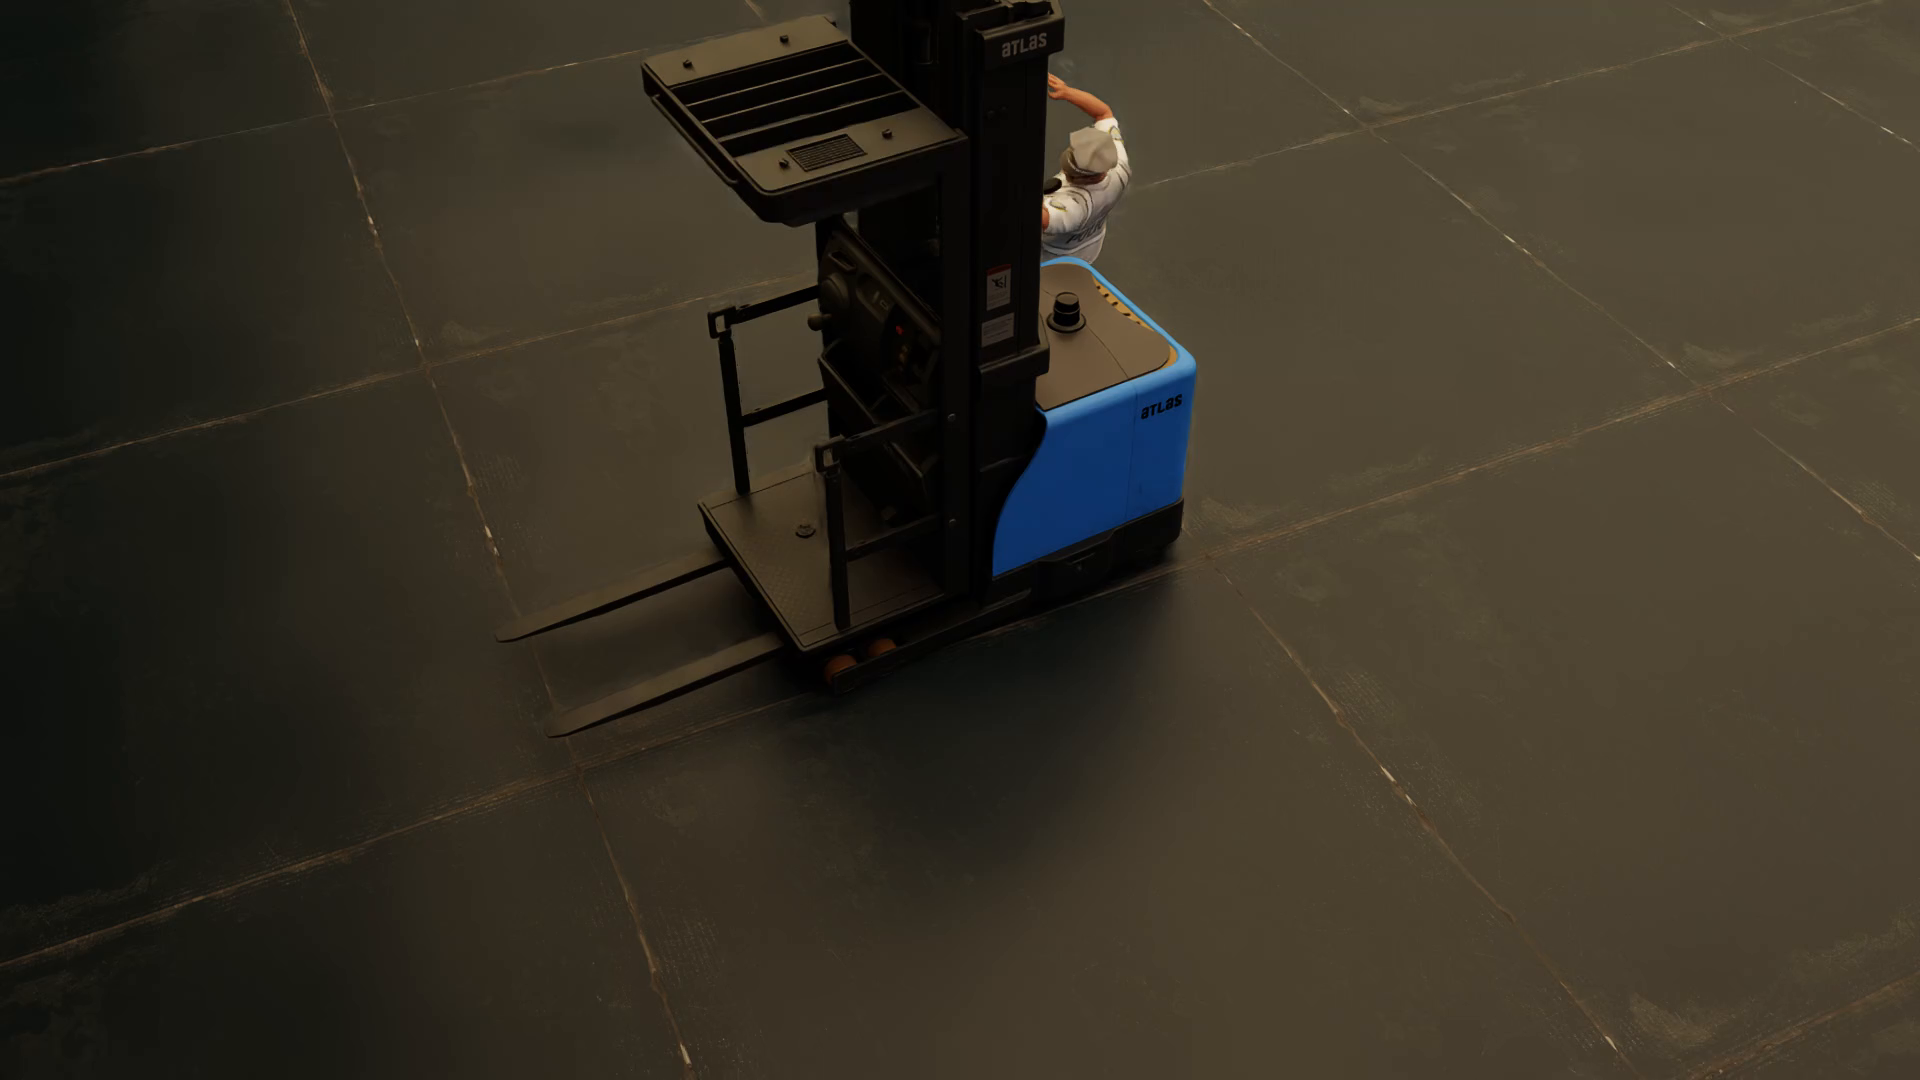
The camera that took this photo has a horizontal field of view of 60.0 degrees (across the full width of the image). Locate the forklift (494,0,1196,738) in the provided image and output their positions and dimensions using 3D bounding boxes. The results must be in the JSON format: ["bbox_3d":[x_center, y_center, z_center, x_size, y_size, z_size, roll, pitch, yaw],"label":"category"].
[{"bbox_3d":[-0.507,-0.831,6.571,3.031,2.935,1.130,-22,47,-22],"label":"forklift"}]

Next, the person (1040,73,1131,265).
[{"bbox_3d":[0.275,-1.467,8.252,1.120,1.652,0.870,-26,49,-25],"label":"person"}]
